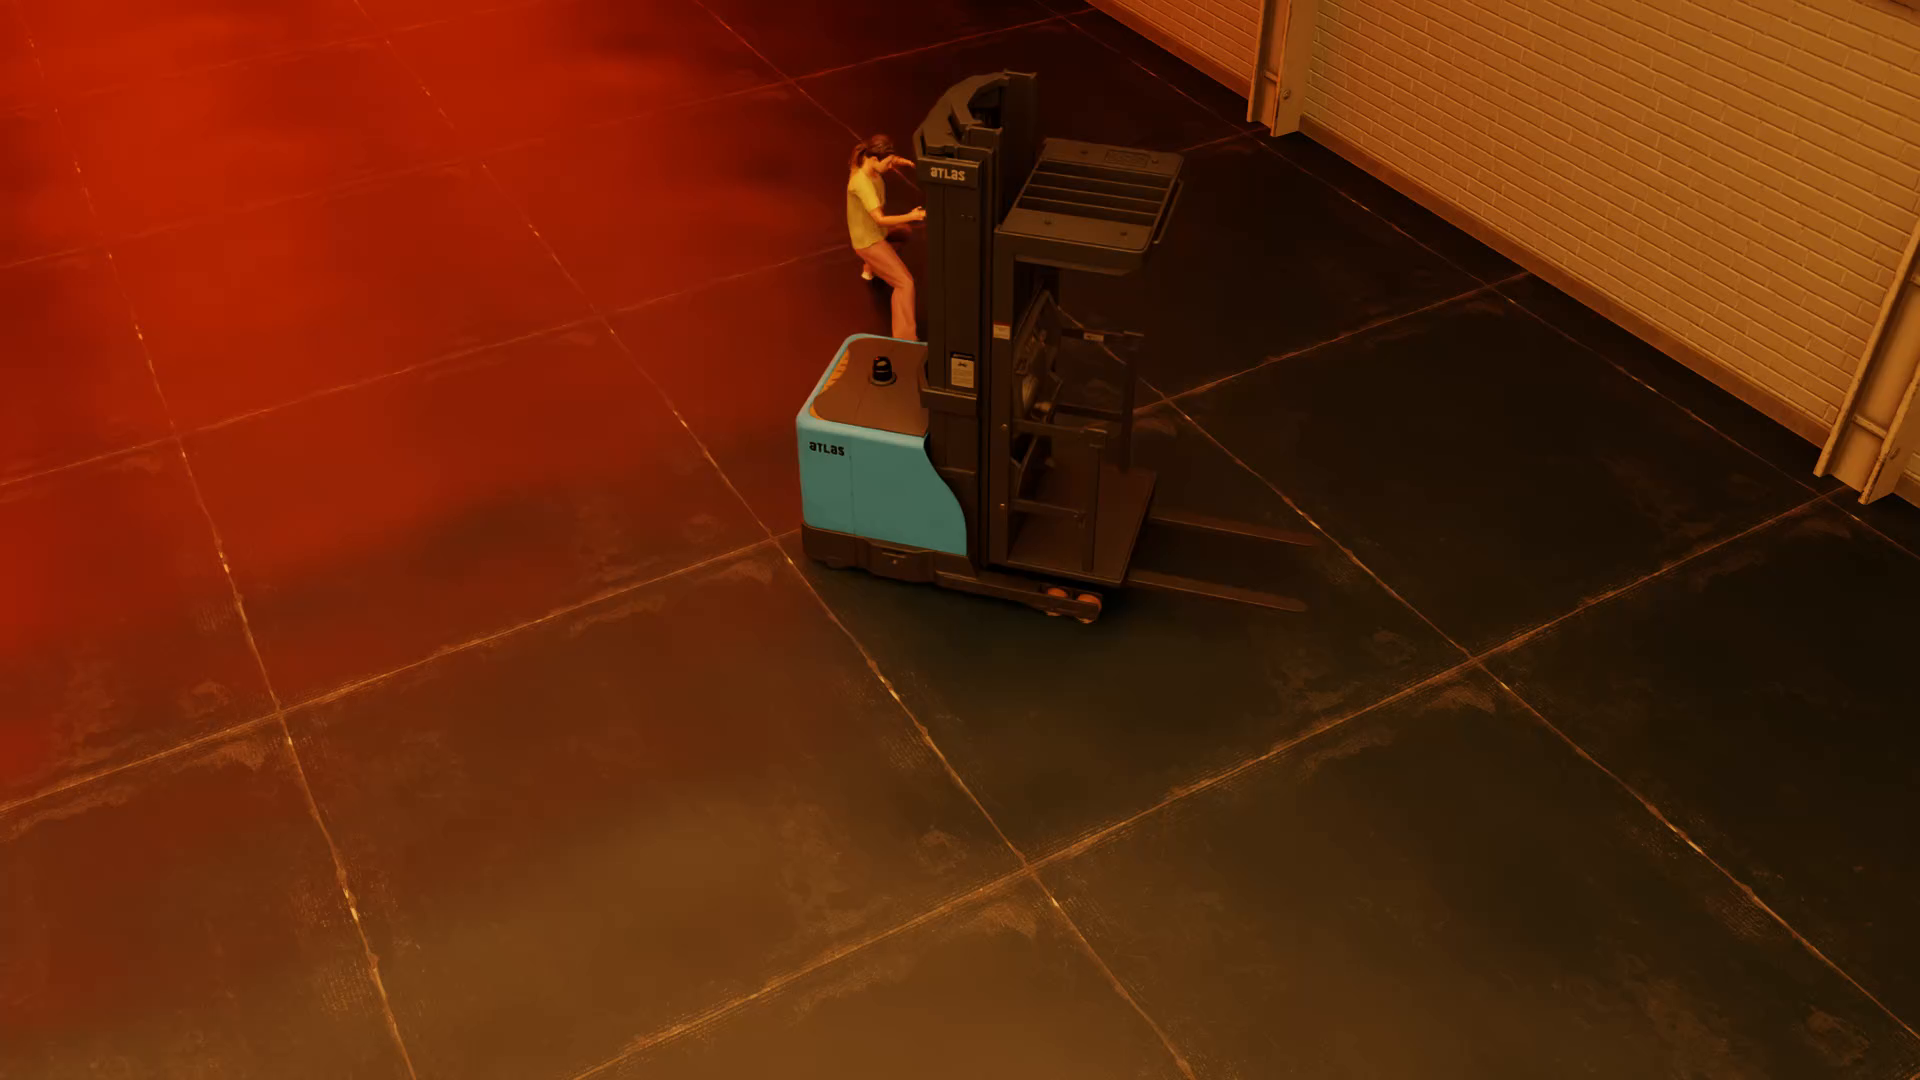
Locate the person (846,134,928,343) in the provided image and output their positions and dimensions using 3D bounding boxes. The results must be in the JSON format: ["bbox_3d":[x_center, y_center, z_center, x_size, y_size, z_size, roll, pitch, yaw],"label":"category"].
[{"bbox_3d":[-0.475,-2.244,11.897,0.636,1.455,1.196,2,40,2],"label":"person"}]

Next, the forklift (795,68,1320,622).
[{"bbox_3d":[0.616,-1.026,9.273,3.031,2.935,1.130,11,41,13],"label":"forklift"}]
